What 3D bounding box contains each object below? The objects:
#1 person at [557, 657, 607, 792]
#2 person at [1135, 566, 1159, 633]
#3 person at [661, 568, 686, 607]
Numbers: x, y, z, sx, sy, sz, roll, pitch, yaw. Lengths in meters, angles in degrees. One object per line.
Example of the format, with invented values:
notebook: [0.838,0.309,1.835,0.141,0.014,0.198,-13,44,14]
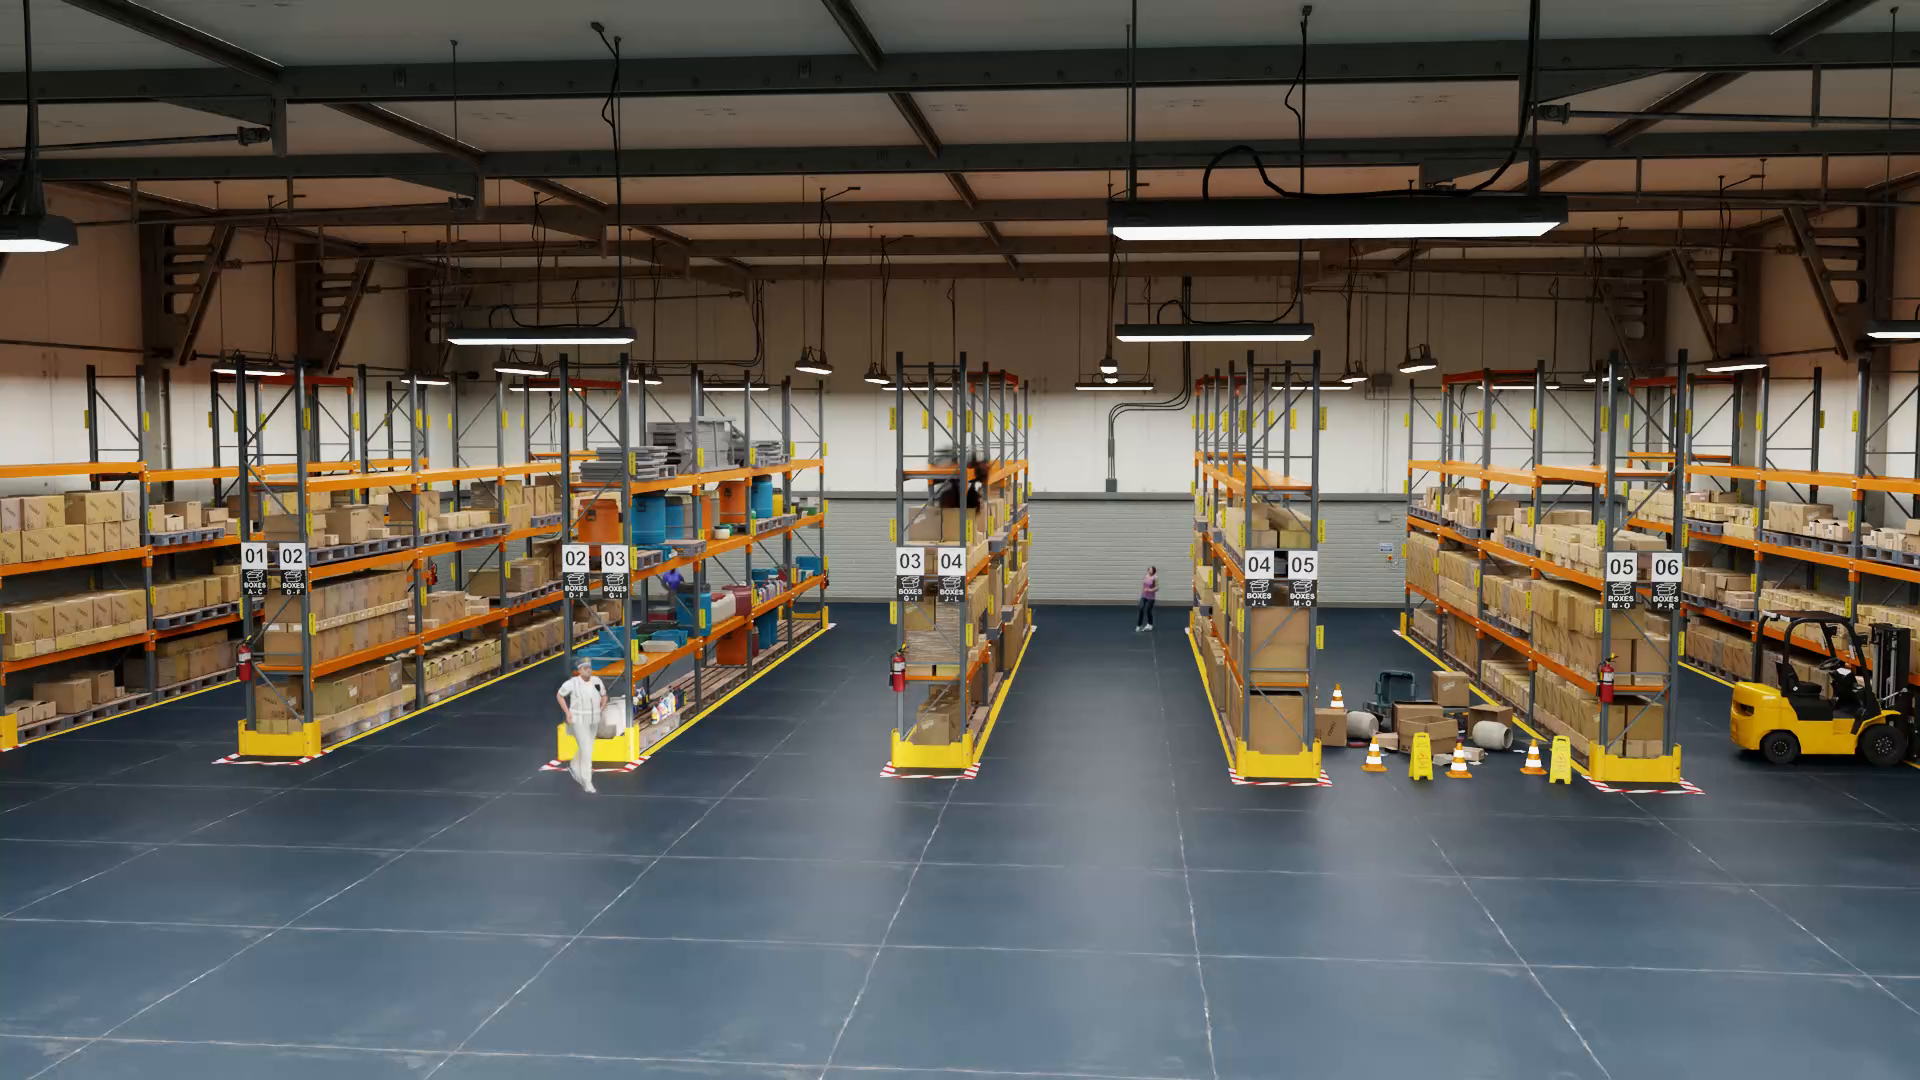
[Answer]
person: [-5.152,2.506,22.784,0.801,1.851,0.649,4,6,44]
person: [4.531,1.420,39.608,0.529,1.595,0.666,3,5,32]
person: [-6.975,1.379,40.523,0.600,1.502,0.609,-2,4,-23]
